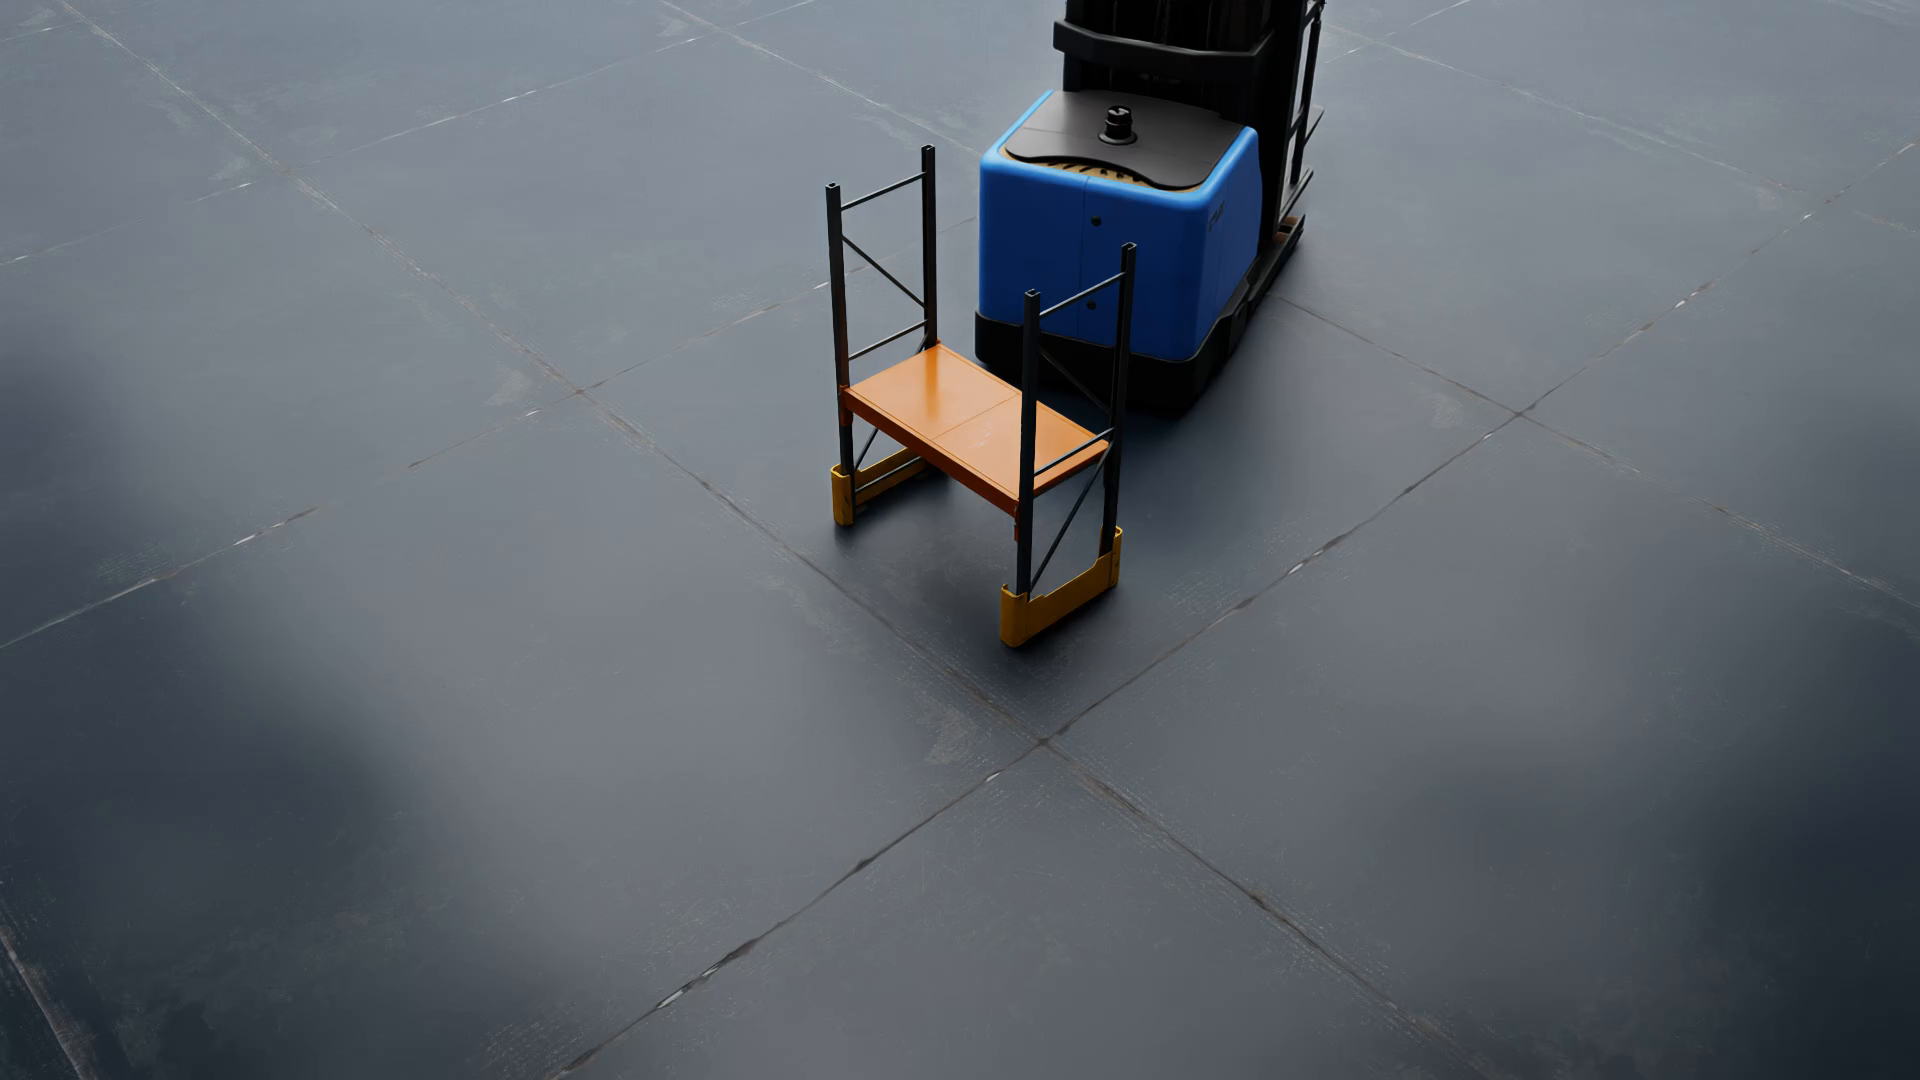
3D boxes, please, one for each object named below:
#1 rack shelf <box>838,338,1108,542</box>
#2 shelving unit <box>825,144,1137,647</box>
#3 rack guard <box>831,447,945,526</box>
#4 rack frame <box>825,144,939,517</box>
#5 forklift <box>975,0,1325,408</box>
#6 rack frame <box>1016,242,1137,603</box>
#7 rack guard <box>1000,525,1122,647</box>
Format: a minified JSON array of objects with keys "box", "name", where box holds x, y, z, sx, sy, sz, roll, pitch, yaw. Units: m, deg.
[{"box":[0.058,-0.404,6.343,0.538,0.185,1.000,-30,48,-32],"name":"rack shelf"},{"box":[0.052,-0.548,6.235,0.587,1.500,1.083,-30,48,-32],"name":"shelving unit"},{"box":[-0.285,-0.292,6.913,0.587,0.250,0.087,-30,48,-32],"name":"rack guard"},{"box":[-0.286,-0.779,6.521,0.500,1.500,0.032,-30,48,-32],"name":"rack frame"},{"box":[1.135,-2.649,7.697,1.130,2.935,3.031,16,42,19],"name":"forklift"},{"box":[0.402,-0.309,5.939,0.500,1.500,0.032,-30,48,-32],"name":"rack frame"},{"box":[0.388,0.169,6.342,0.587,0.250,0.087,-30,48,-32],"name":"rack guard"}]
